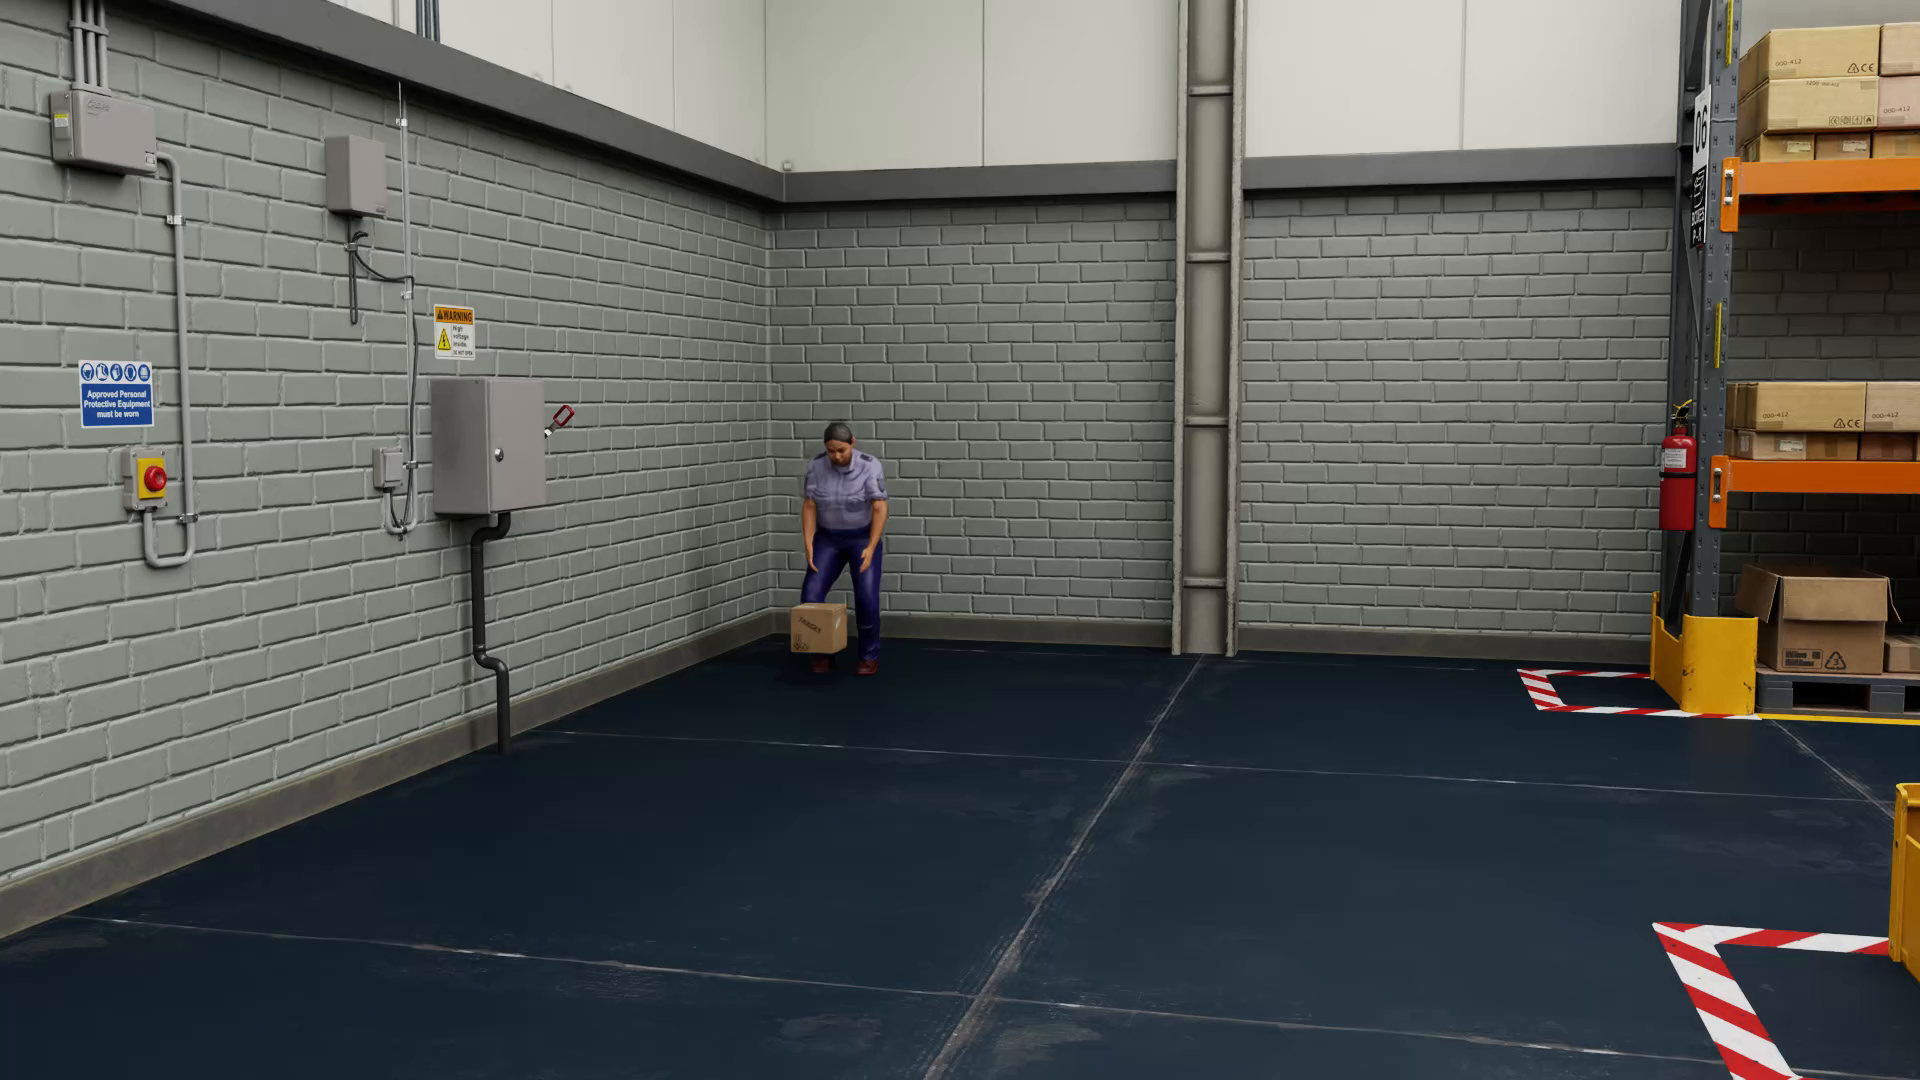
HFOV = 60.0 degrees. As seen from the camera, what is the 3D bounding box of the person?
[{"bbox_3d":[-0.661,0.048,9.804,0.525,1.490,0.552,1,5,14],"label":"person"}]
